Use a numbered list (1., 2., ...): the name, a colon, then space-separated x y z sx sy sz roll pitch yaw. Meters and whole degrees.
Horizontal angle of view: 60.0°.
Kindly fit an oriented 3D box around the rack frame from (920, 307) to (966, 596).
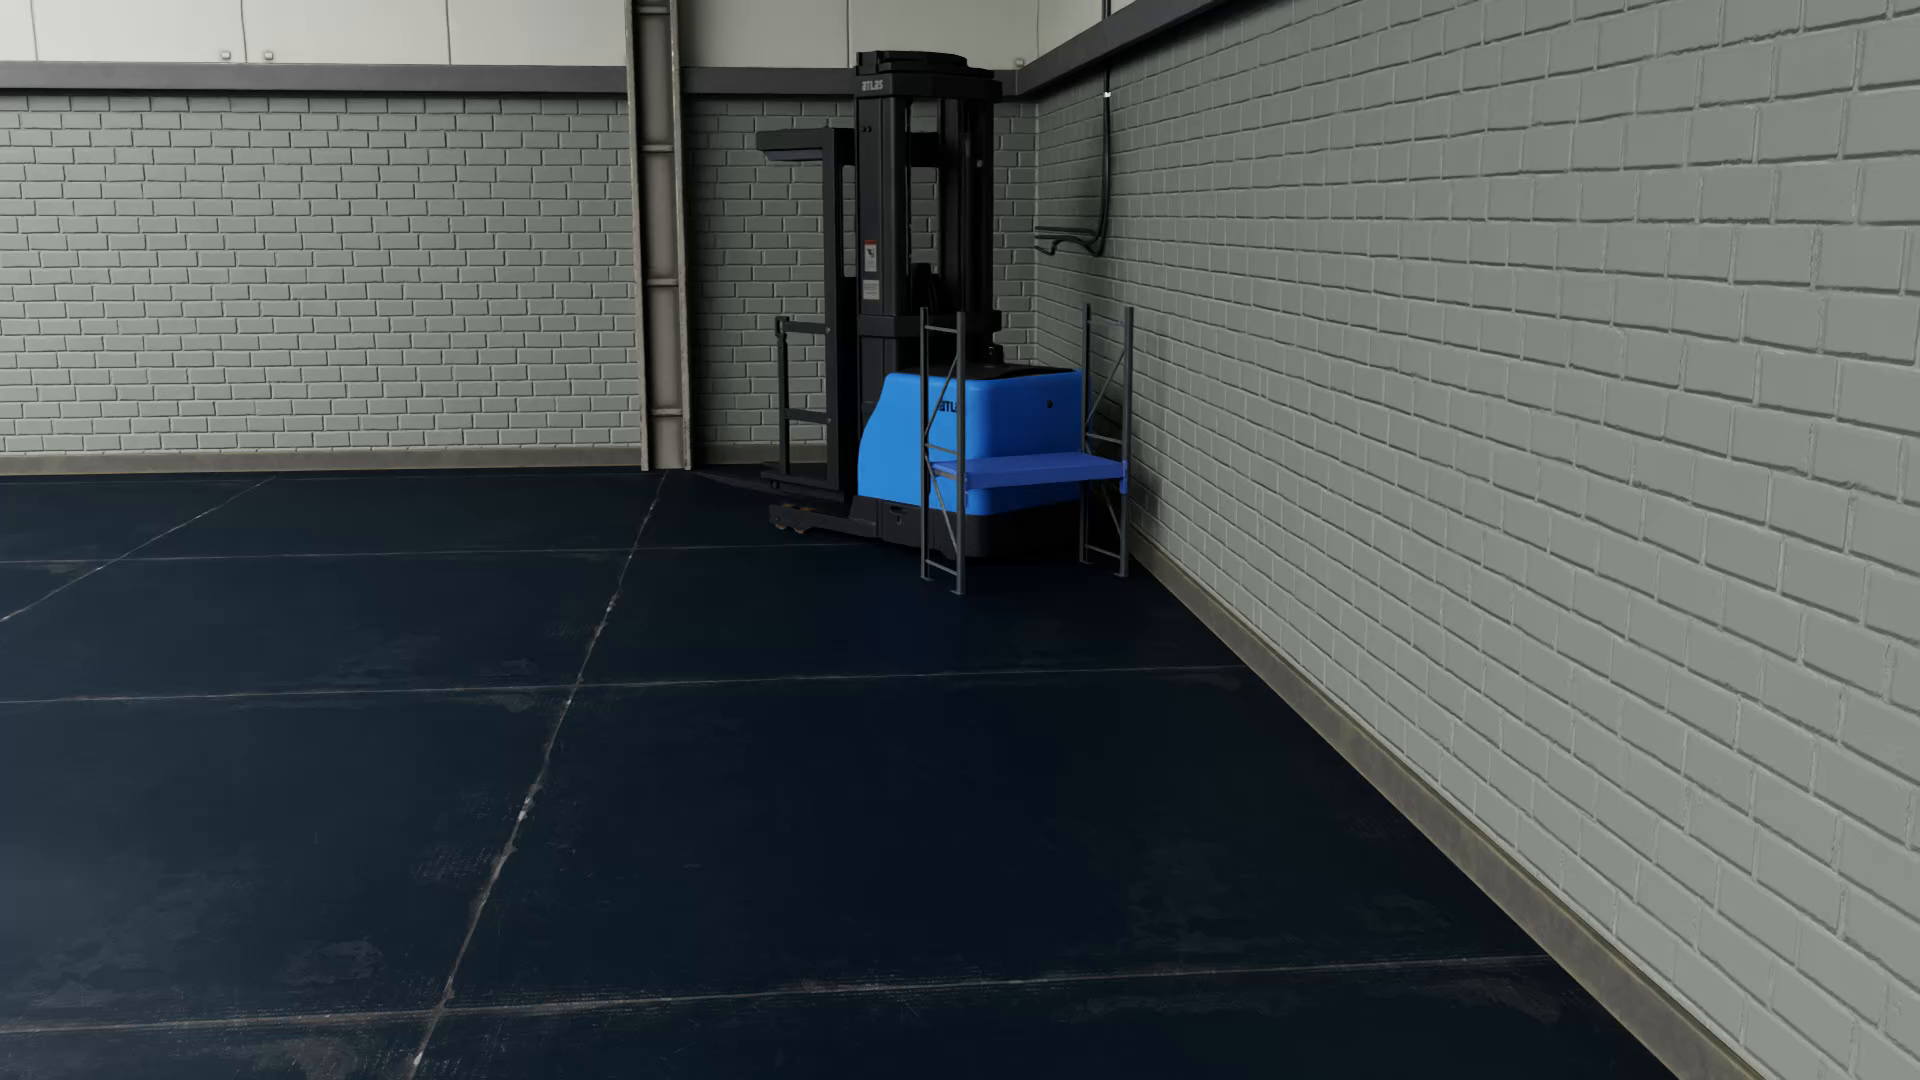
1. rack frame: -0.094 -0.483 8.936 0.032 1.500 0.500 -5 12 -25

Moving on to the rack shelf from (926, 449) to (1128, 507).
1. rack shelf: 0.363 -0.349 9.189 1.000 0.185 0.538 -5 12 -25

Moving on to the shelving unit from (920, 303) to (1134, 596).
1. shelving unit: 0.363 -0.526 9.154 1.048 1.500 0.538 -5 12 -25

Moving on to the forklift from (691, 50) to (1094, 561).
1. forklift: -0.581 -1.539 10.596 1.130 2.935 3.031 -11 16 -44

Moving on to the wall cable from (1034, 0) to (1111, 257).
1. wall cable: 0.731 -3.283 11.791 0.112 2.526 3.097 -1 11 -6

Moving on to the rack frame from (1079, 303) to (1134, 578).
1. rack frame: 0.820 -0.569 9.373 0.032 1.500 0.500 -5 12 -25

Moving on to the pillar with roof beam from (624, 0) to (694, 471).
1. pillar with roof beam: -1.876 -4.174 8.270 0.400 9.000 9.100 -1 11 -6
